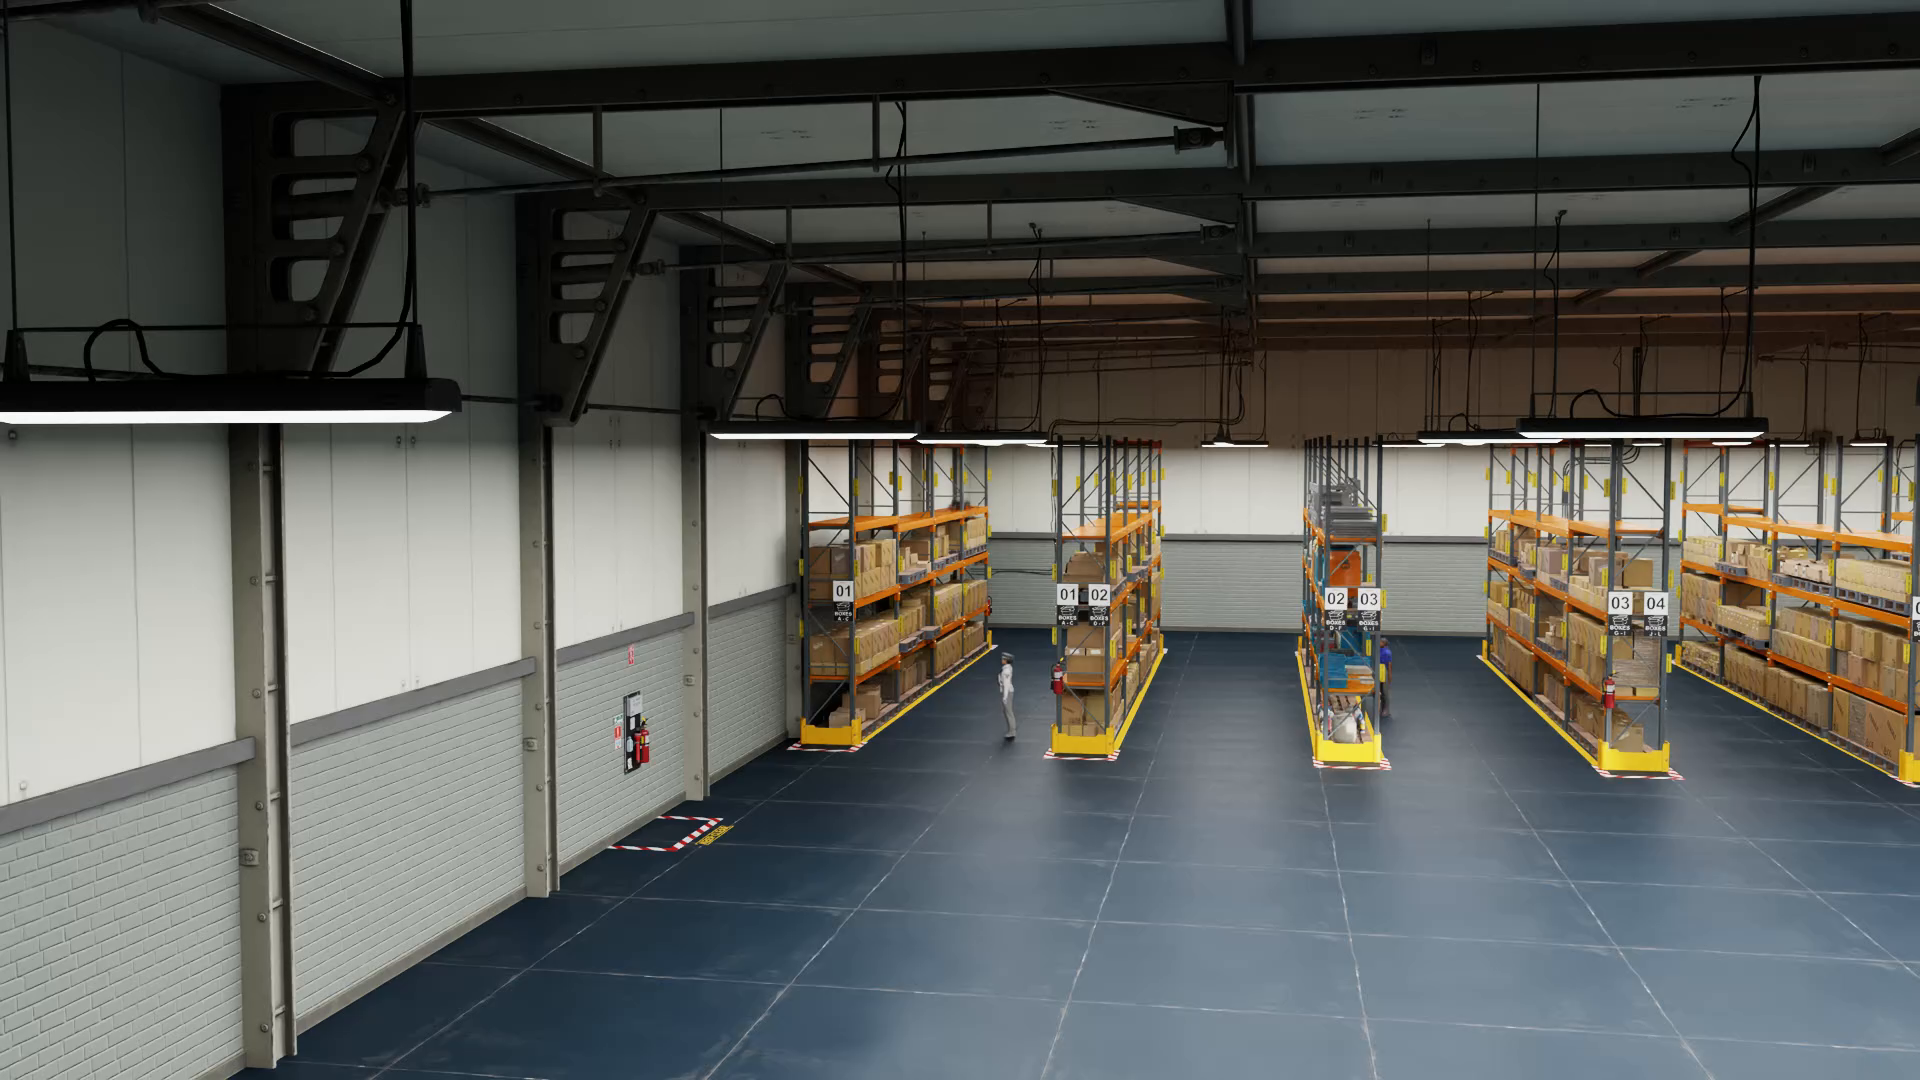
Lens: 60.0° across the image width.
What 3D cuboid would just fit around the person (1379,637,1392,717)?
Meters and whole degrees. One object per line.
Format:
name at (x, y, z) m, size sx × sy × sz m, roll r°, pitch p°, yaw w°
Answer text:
person at (9.153, 2.965, 36.009) m, size 0.396 × 1.673 × 0.589 m, roll -1°, pitch 3°, yaw -12°

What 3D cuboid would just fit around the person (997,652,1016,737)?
person at (0.933, 3.098, 33.179) m, size 0.375 × 1.724 × 0.569 m, roll 0°, pitch 3°, yaw 2°

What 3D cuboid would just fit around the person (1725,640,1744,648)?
person at (21.305, 2.383, 45.538) m, size 0.856 × 1.739 × 0.565 m, roll 0°, pitch 3°, yaw 4°
